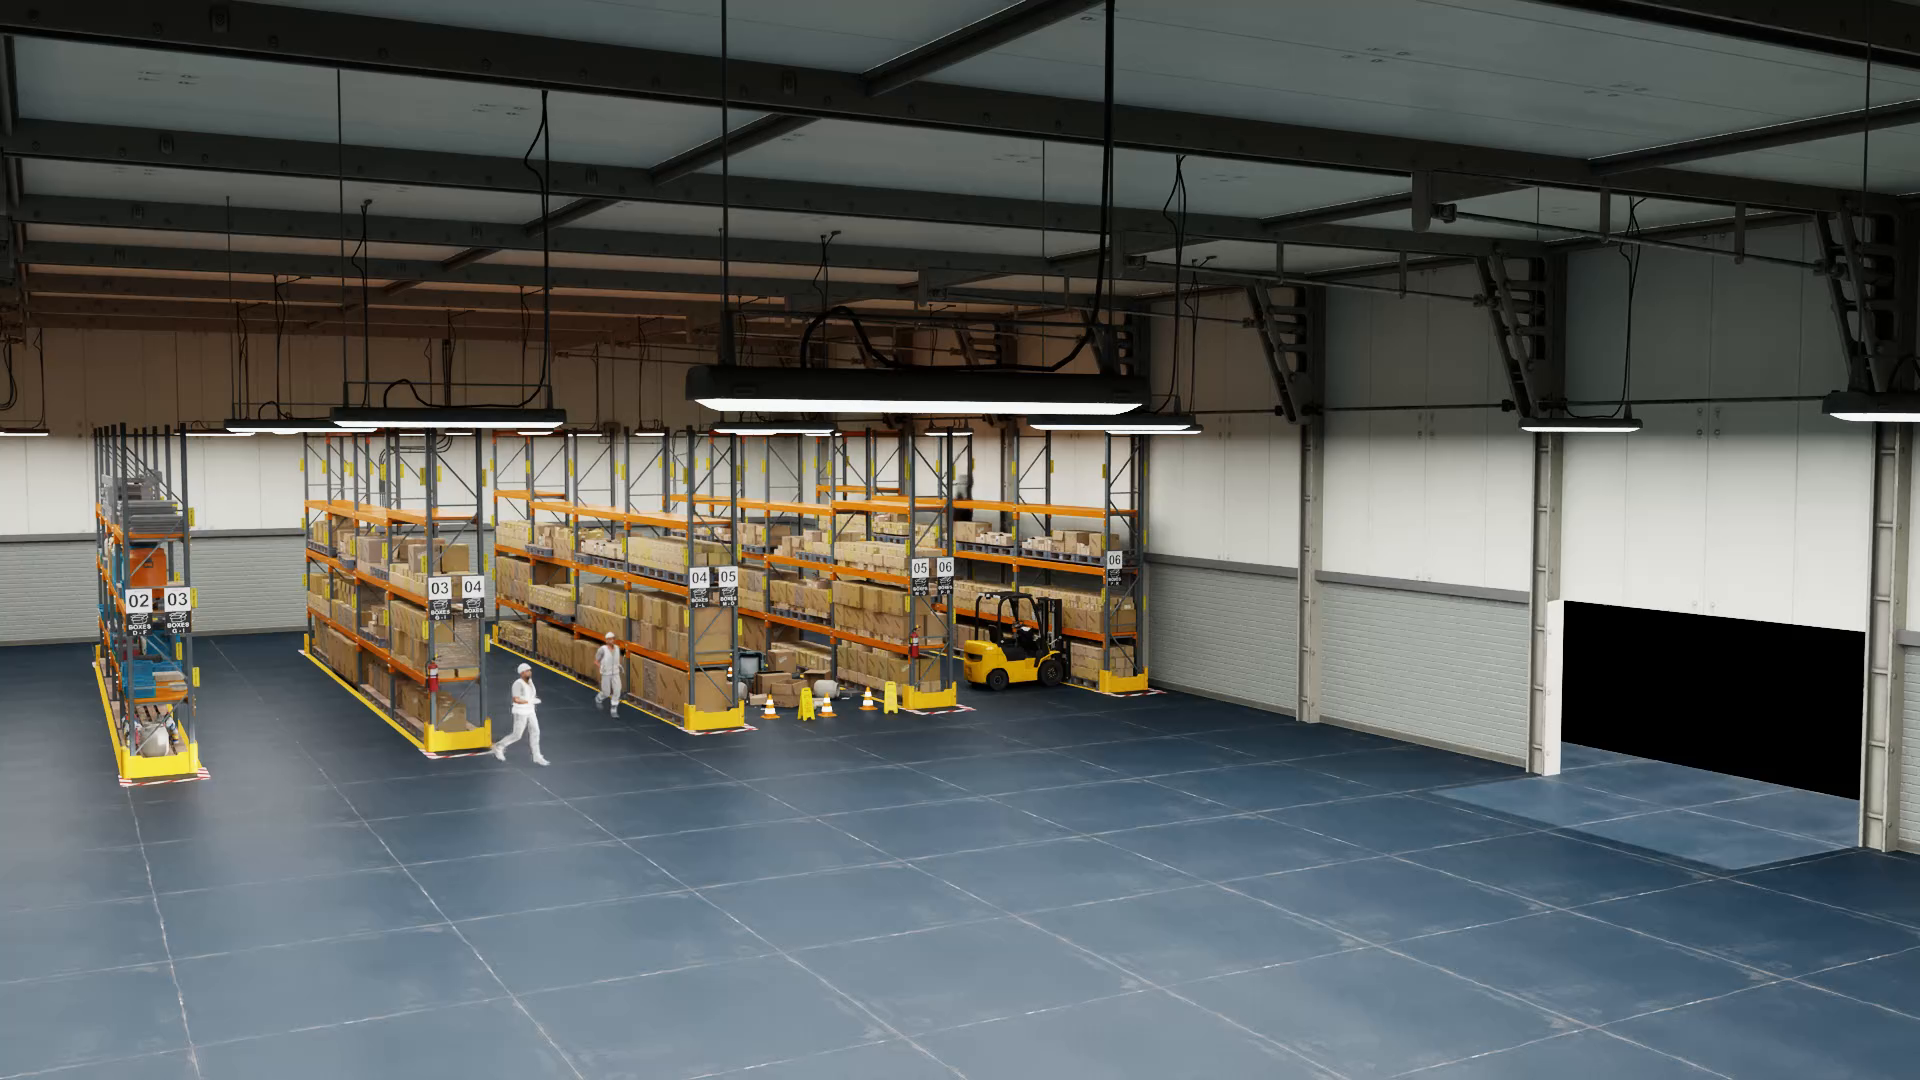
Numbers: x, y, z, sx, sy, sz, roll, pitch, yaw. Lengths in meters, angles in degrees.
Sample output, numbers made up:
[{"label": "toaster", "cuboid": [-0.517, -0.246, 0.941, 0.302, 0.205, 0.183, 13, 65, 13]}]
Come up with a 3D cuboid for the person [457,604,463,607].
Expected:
[{"label": "person", "cuboid": [-13.152, 2.174, 44.168, 0.711, 1.813, 0.893, -1, 4, -19]}]

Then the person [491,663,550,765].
[{"label": "person", "cuboid": [-7.709, 3.057, 29.223, 0.995, 1.792, 0.693, 1, 4, 11]}]

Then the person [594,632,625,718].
[{"label": "person", "cuboid": [-7.247, 2.765, 34.308, 0.643, 1.758, 0.873, -3, 4, -37]}]
